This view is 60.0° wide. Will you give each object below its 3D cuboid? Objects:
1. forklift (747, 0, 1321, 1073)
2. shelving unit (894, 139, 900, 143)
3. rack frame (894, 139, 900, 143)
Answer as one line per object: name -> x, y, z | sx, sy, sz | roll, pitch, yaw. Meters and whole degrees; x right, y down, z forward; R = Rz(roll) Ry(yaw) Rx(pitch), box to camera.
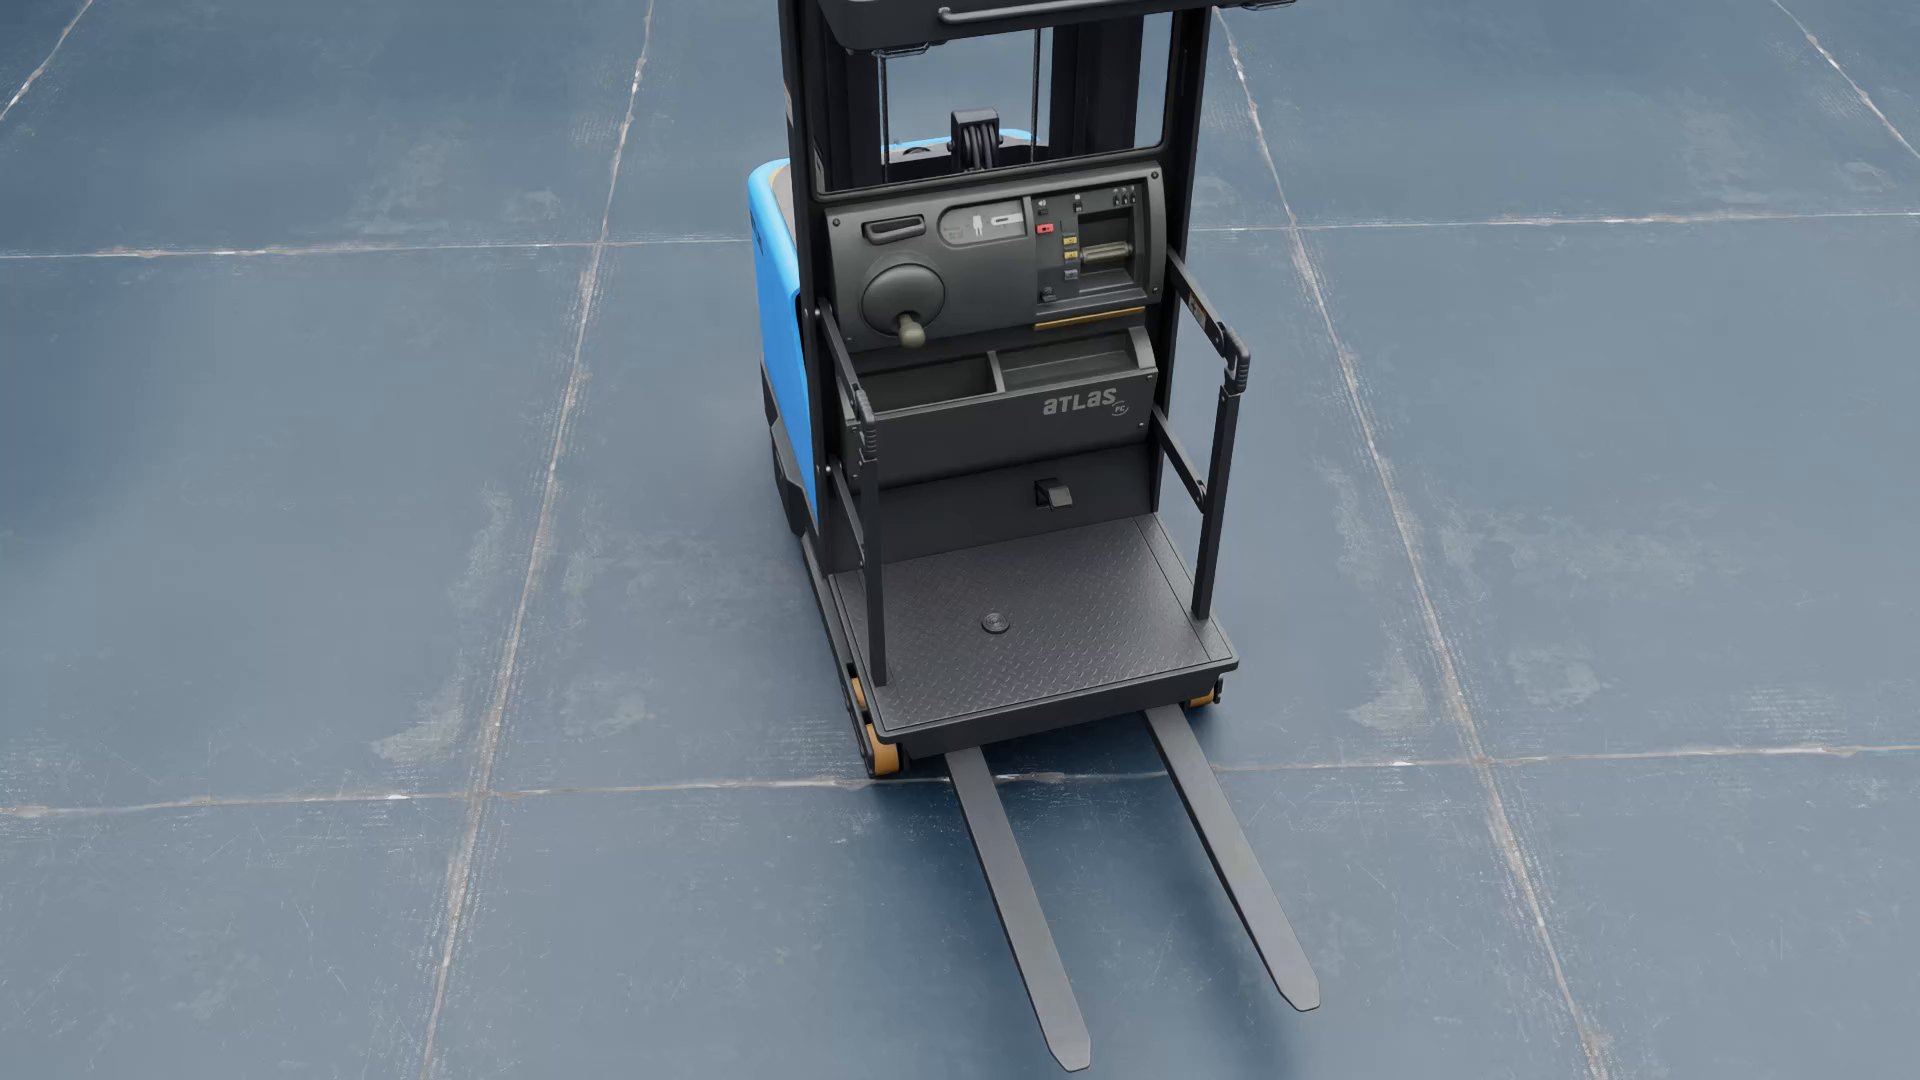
forklift -> 0.169, -0.676, 4.318 | 1.130, 2.935, 3.031 | -11, 44, -12
shelving unit -> -0.295, -1.009, 6.174 | 0.258, 0.900, 0.210 | -11, 39, -11
rack frame -> -0.322, -1.069, 6.252 | 0.240, 0.900, 0.006 | -11, 39, -11
